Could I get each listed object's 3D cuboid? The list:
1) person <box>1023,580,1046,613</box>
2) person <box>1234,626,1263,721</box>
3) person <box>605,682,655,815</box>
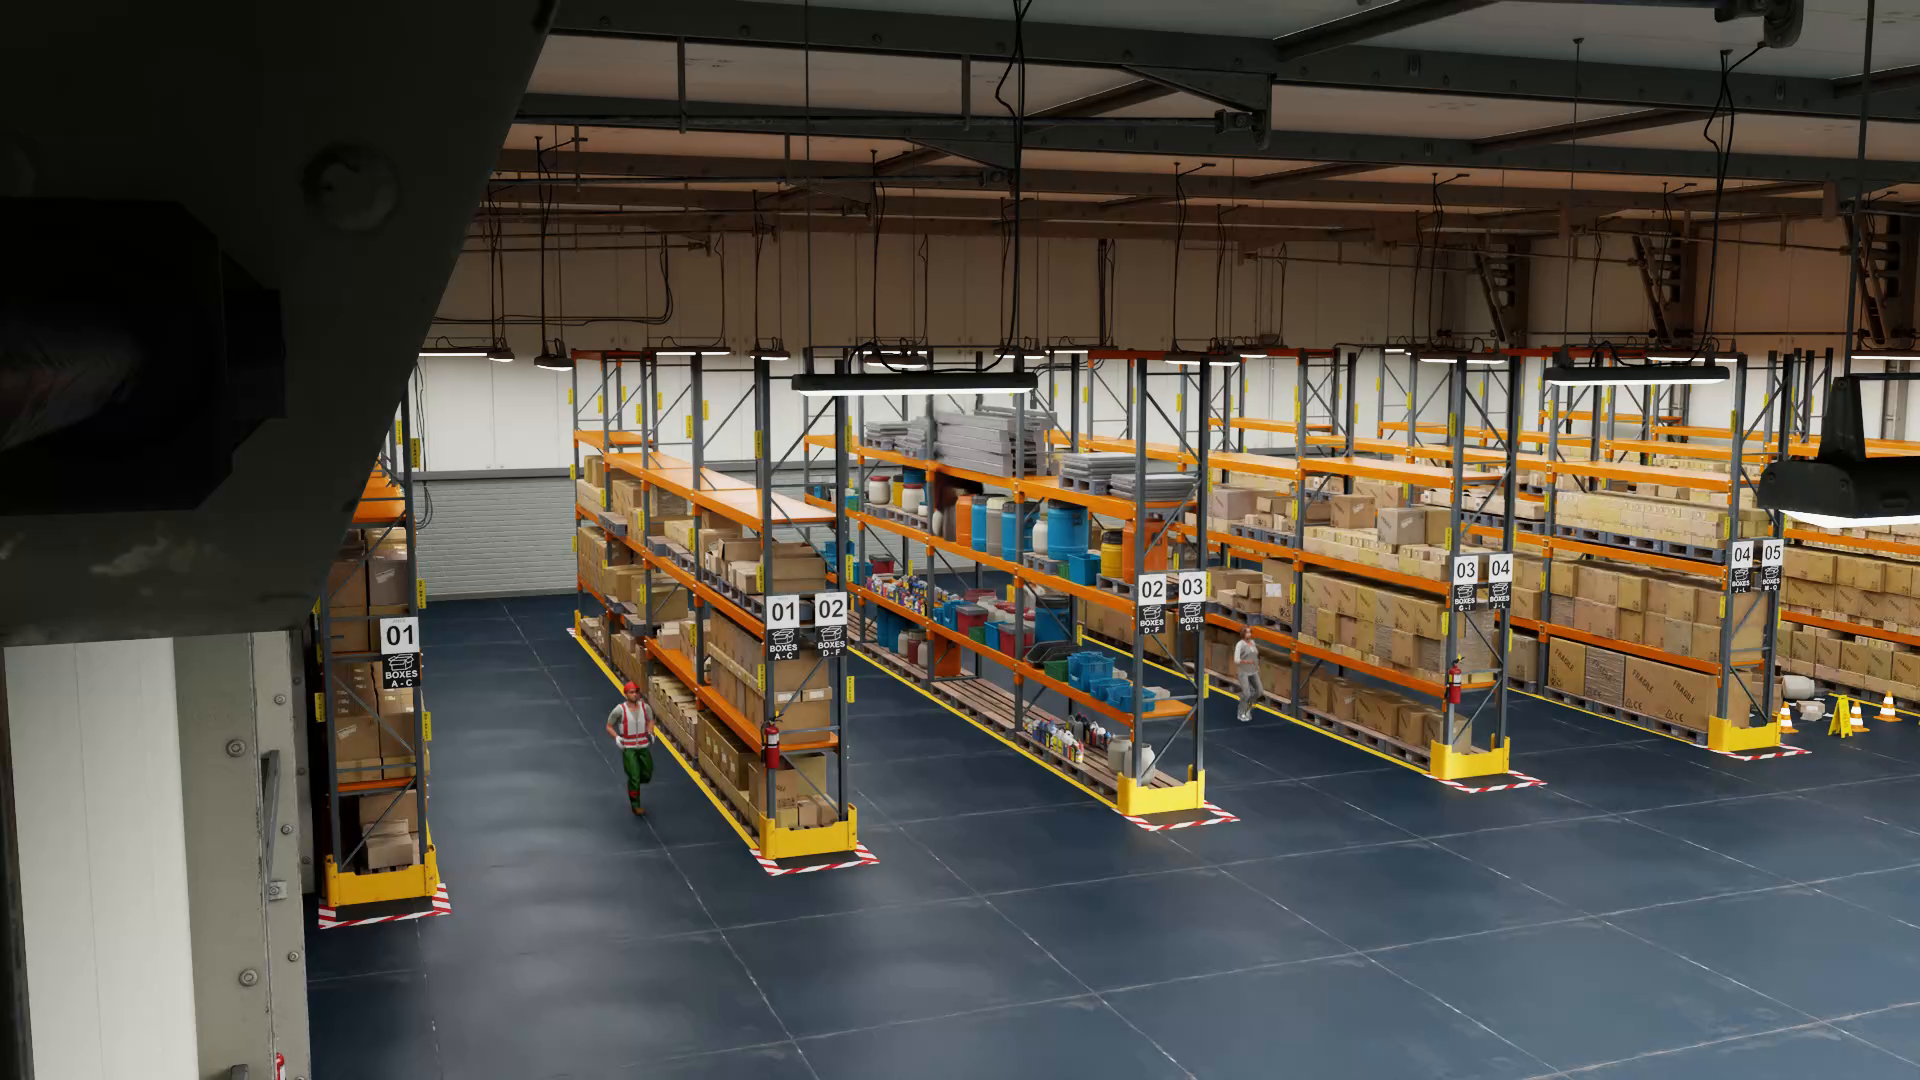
[{"bbox_3d":[1.400,1.432,32.375,0.554,1.634,0.953,-4,8,-31],"label":"person"},{"bbox_3d":[4.658,2.160,26.703,0.519,1.553,0.554,-4,8,-27],"label":"person"},{"bbox_3d":[-4.345,2.735,22.040,0.657,1.740,0.673,-5,8,-32],"label":"person"}]
